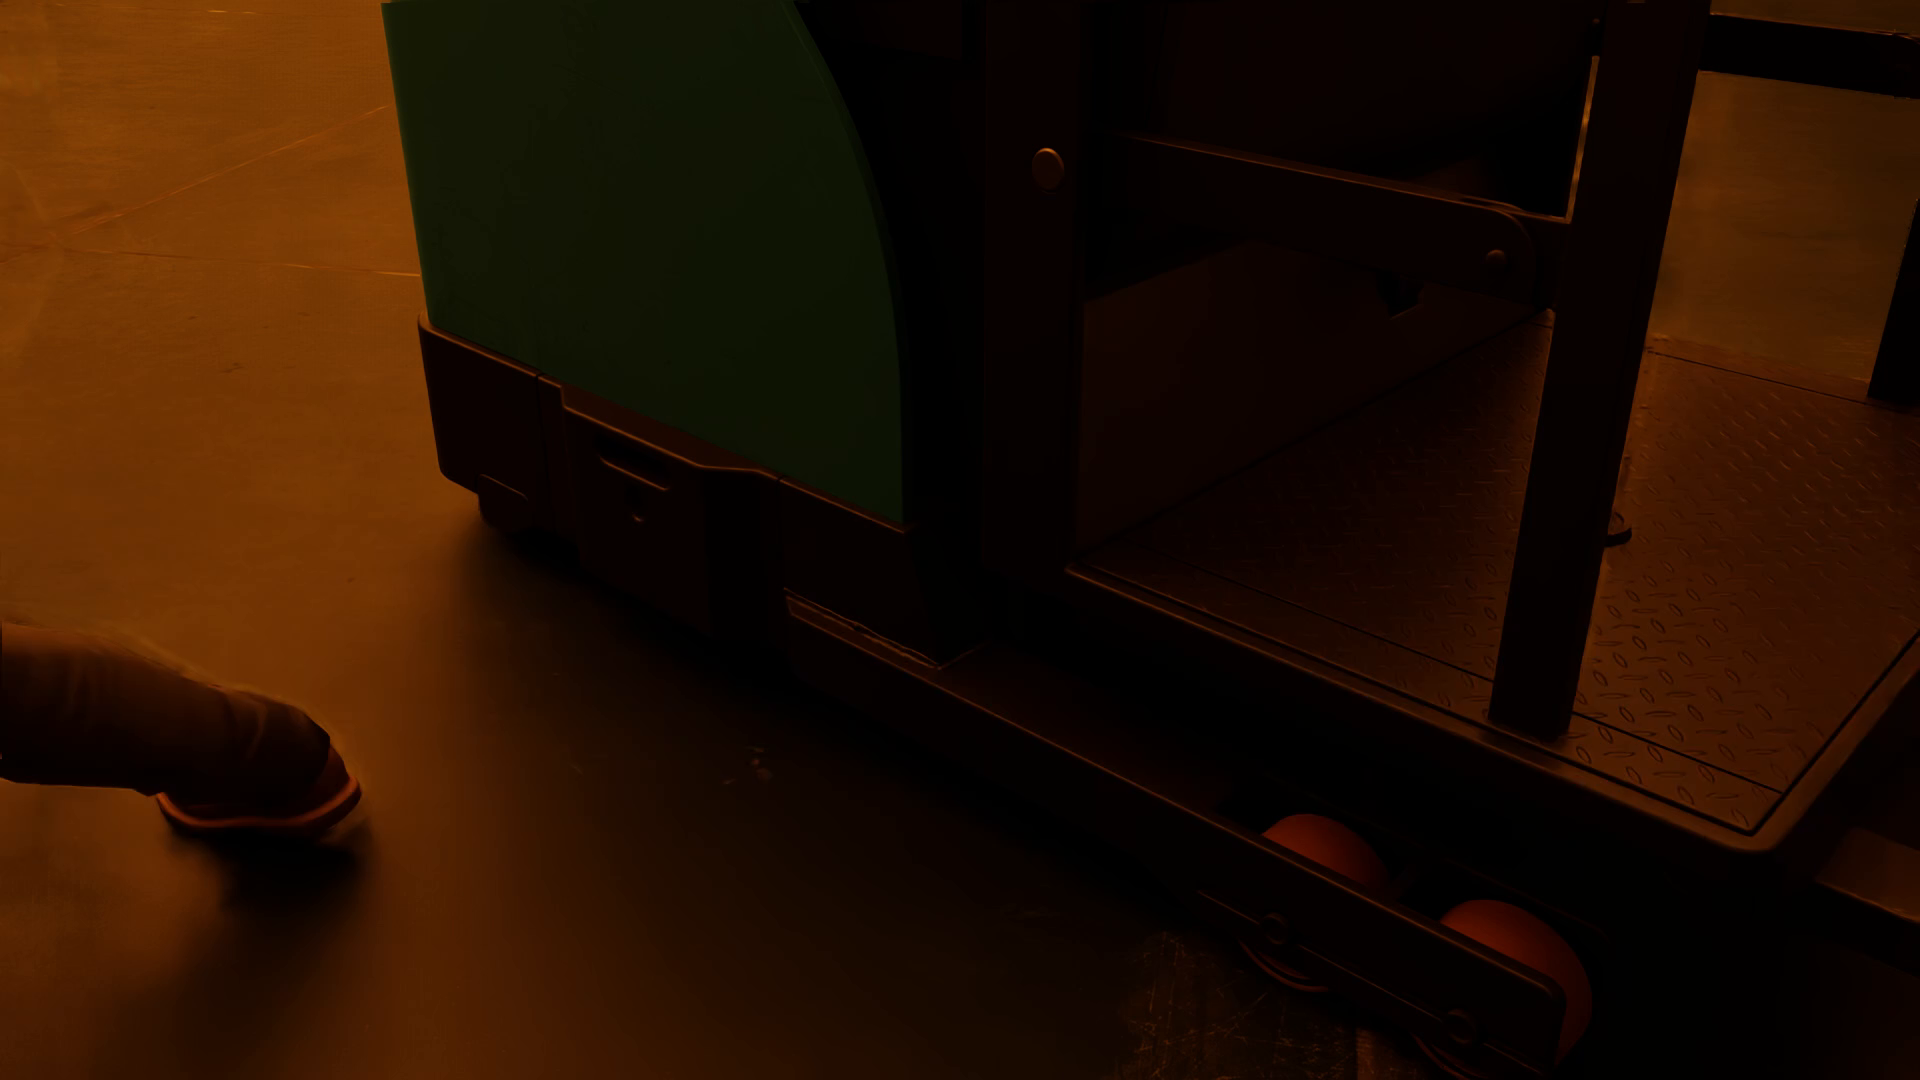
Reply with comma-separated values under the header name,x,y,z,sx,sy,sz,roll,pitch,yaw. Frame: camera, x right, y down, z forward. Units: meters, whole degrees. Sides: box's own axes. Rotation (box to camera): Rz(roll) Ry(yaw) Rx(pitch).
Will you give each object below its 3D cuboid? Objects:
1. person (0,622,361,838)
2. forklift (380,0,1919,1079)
name,x,y,z,sx,sy,sz,roll,pitch,yaw
person,-1.113,-0.215,1.348,0.858,1.418,0.909,5,27,11
forklift,0.617,-1.077,1.380,3.031,2.935,1.130,23,35,37
